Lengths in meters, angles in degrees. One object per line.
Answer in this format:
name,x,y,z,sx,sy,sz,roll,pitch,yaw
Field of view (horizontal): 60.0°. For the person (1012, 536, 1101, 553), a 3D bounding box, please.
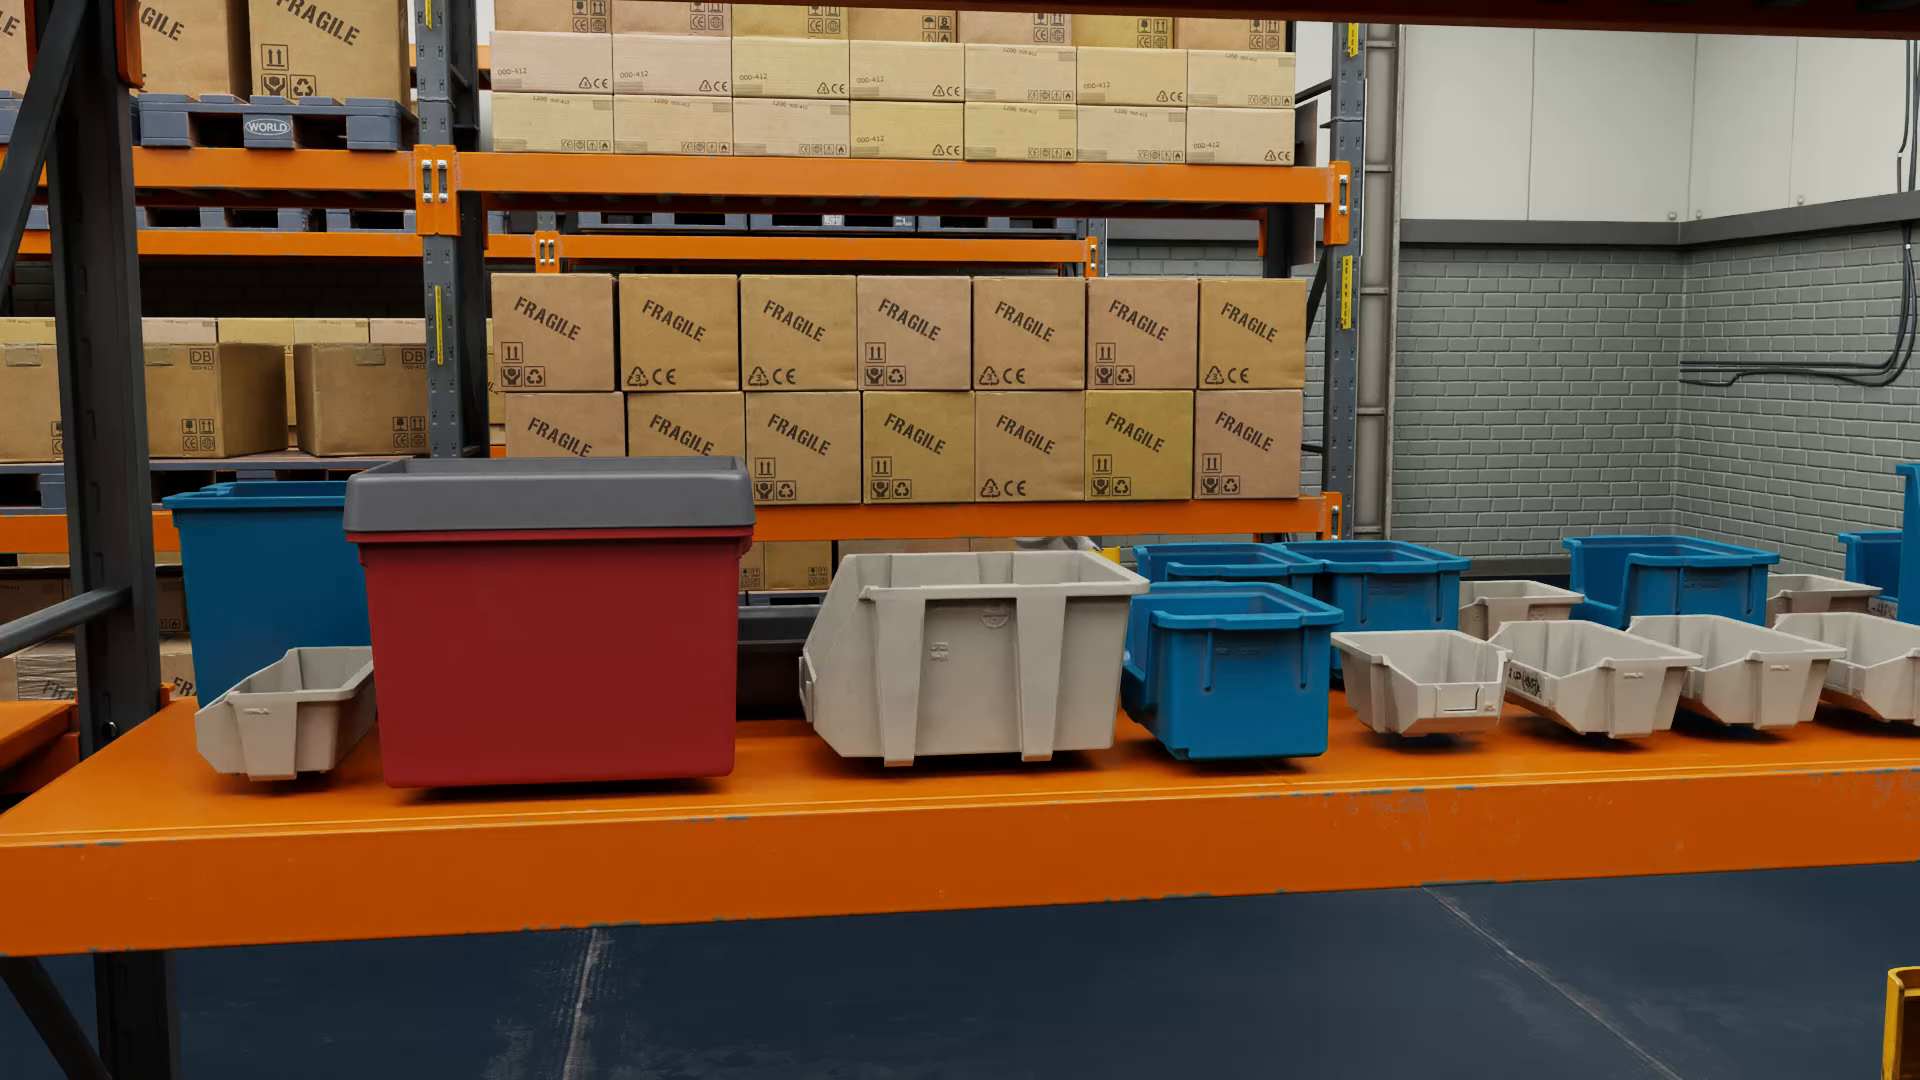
person,0.618,0.005,10.297,0.602,1.627,0.568,-1,6,-8
